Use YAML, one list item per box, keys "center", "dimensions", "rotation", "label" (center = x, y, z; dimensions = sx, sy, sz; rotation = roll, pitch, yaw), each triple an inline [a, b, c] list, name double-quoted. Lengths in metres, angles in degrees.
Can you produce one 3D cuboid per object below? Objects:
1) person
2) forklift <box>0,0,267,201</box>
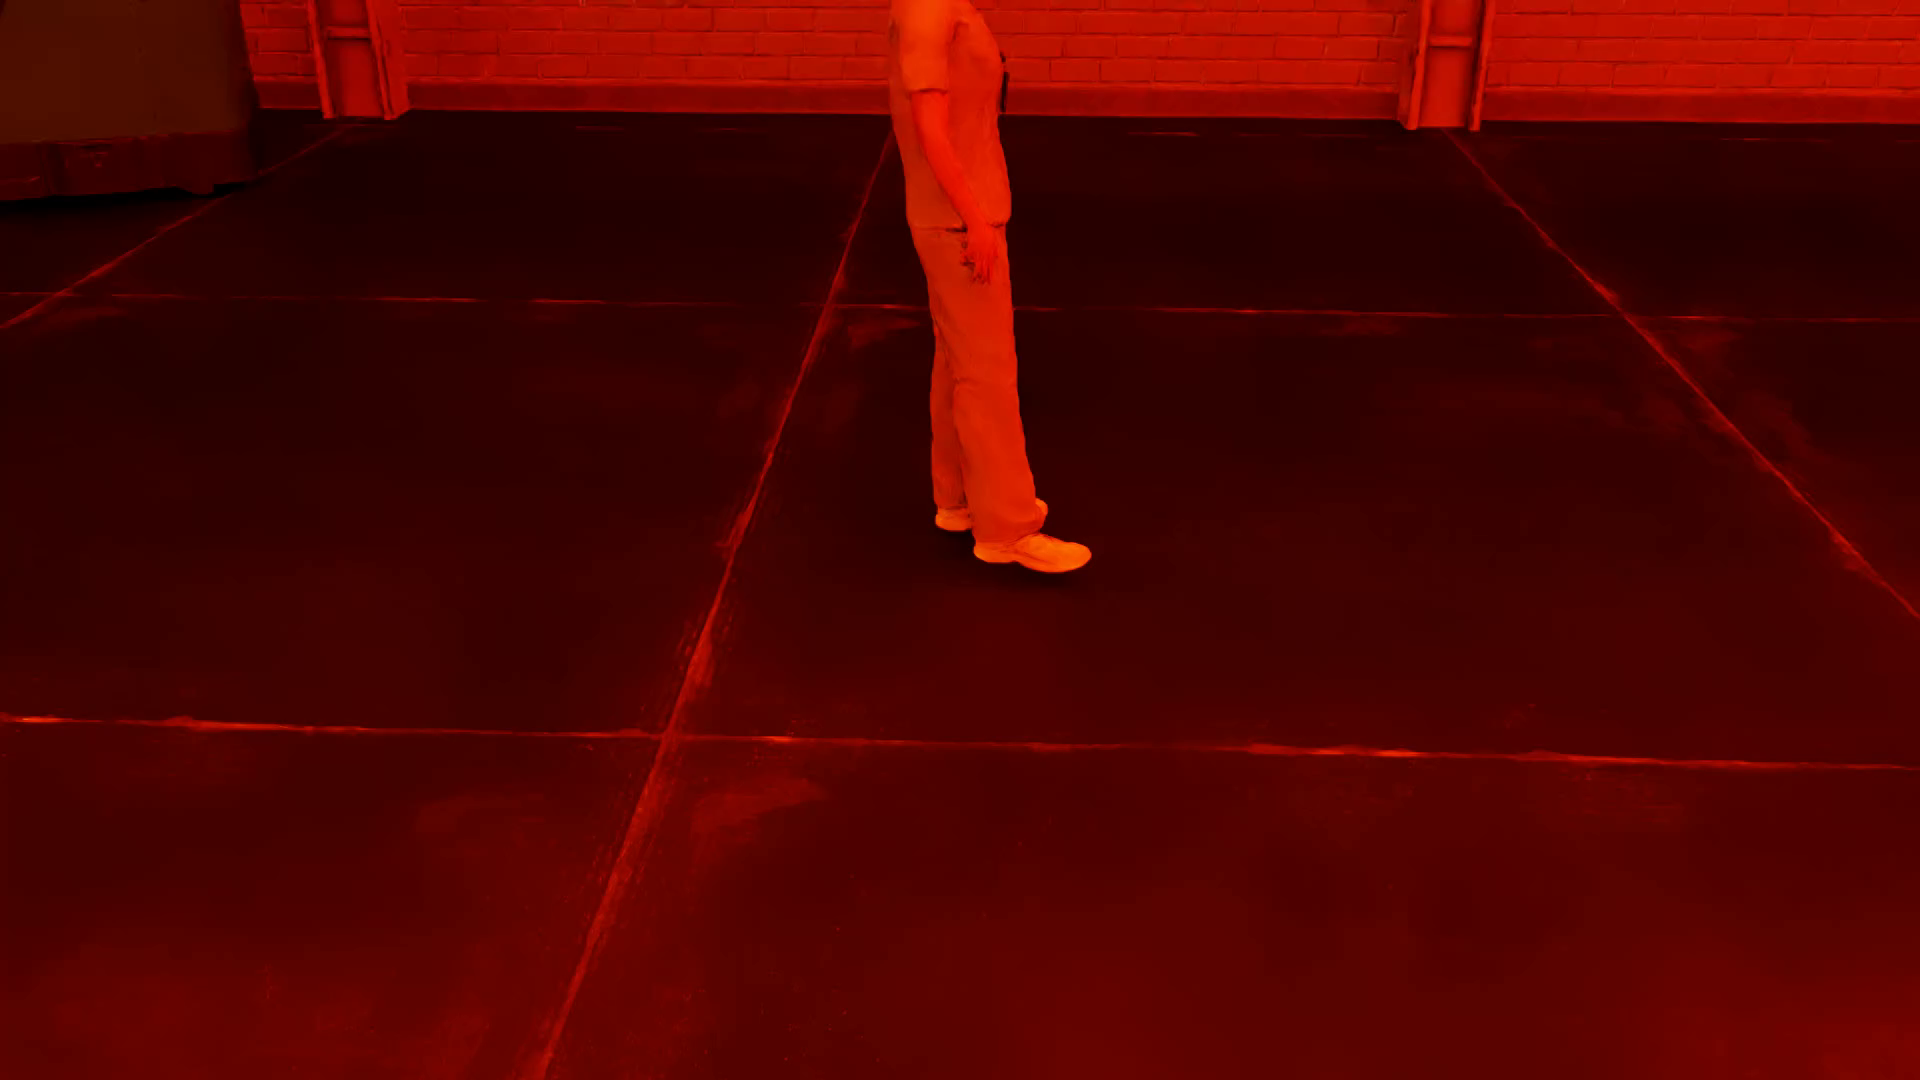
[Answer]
- center: [0.072, -0.786, 4.115]
  dimensions: [0.549, 1.673, 0.550]
  rotation: [1, 26, 2]
  label: "person"
- center: [-4.885, -2.941, 7.171]
  dimensions: [3.031, 2.935, 1.130]
  rotation: [-8, 27, -16]
  label: "forklift"
